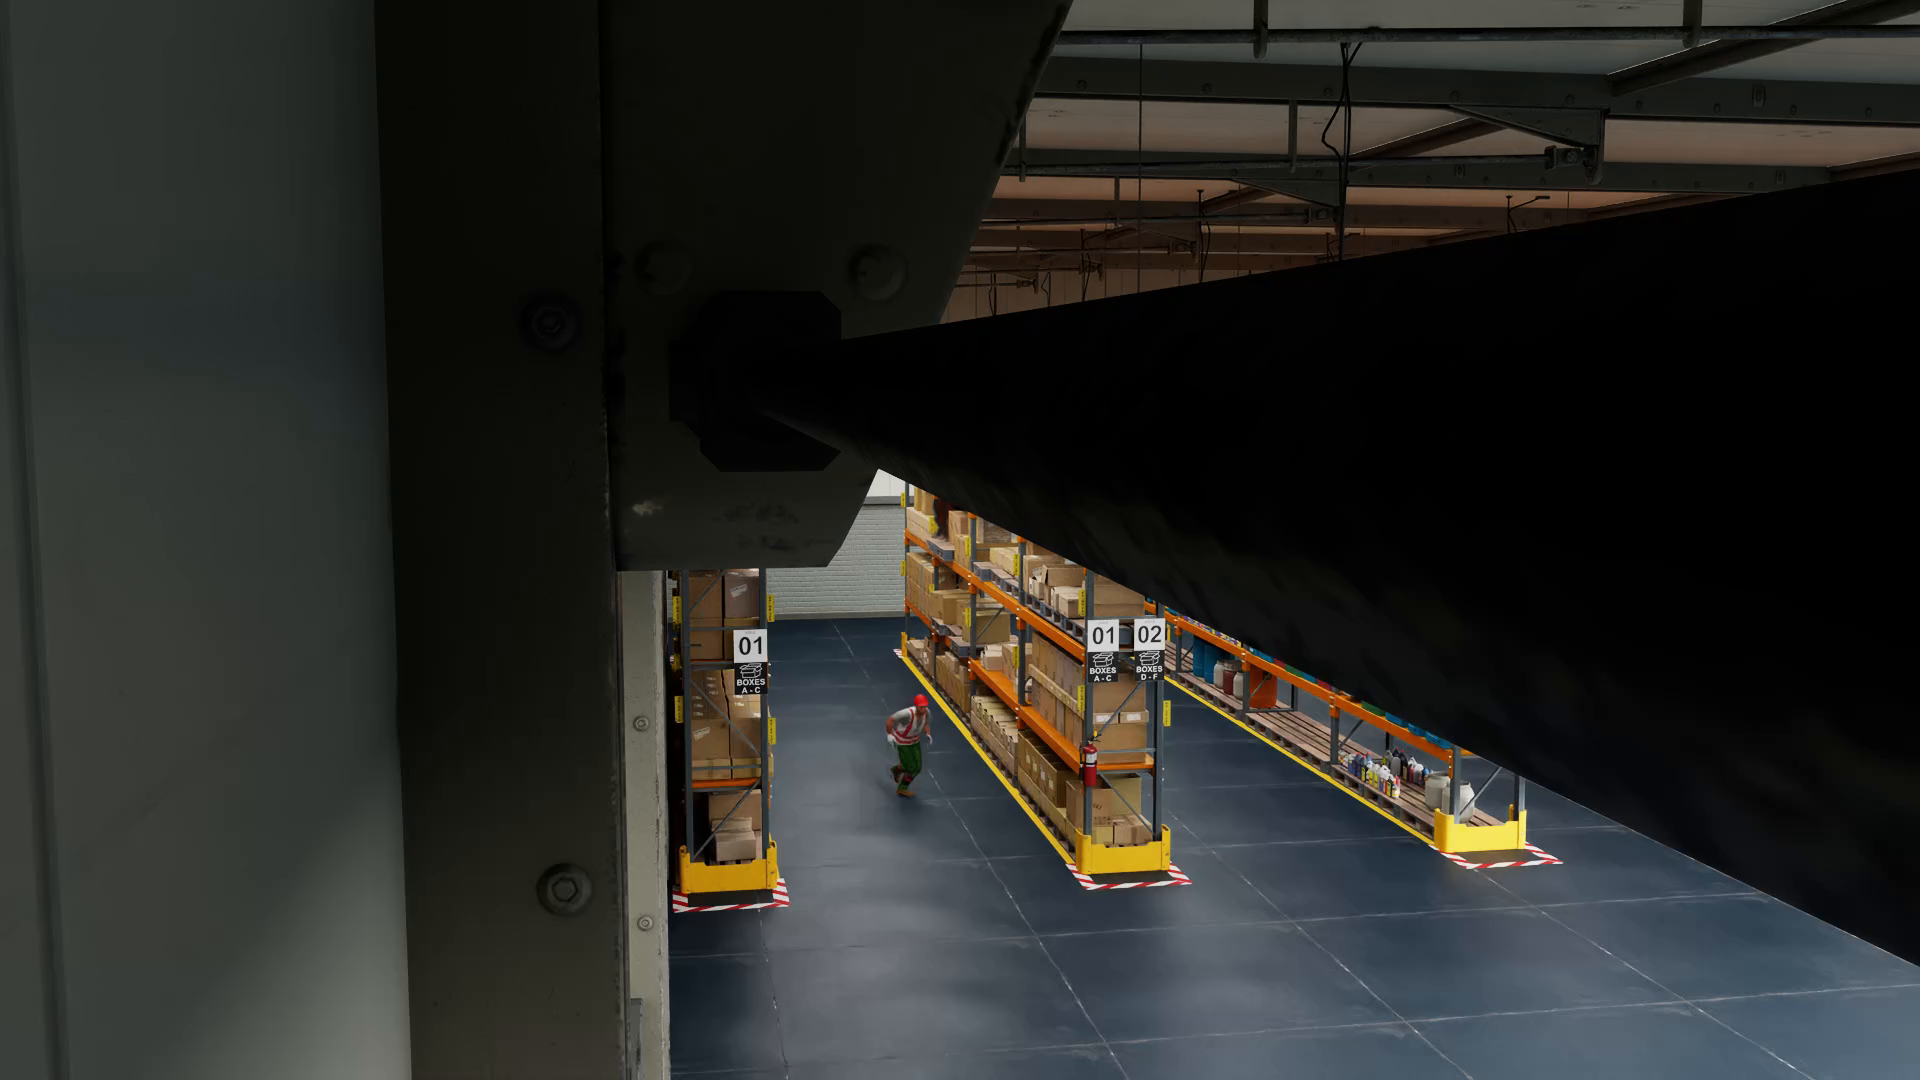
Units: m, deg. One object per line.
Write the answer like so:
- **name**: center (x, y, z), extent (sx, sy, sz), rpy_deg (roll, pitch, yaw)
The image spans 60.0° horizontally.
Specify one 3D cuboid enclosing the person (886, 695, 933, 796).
- **person**: center (-0.762, 2.990, 24.458), extent (0.686, 1.527, 0.894), rpy_deg (-4, 7, -36)
